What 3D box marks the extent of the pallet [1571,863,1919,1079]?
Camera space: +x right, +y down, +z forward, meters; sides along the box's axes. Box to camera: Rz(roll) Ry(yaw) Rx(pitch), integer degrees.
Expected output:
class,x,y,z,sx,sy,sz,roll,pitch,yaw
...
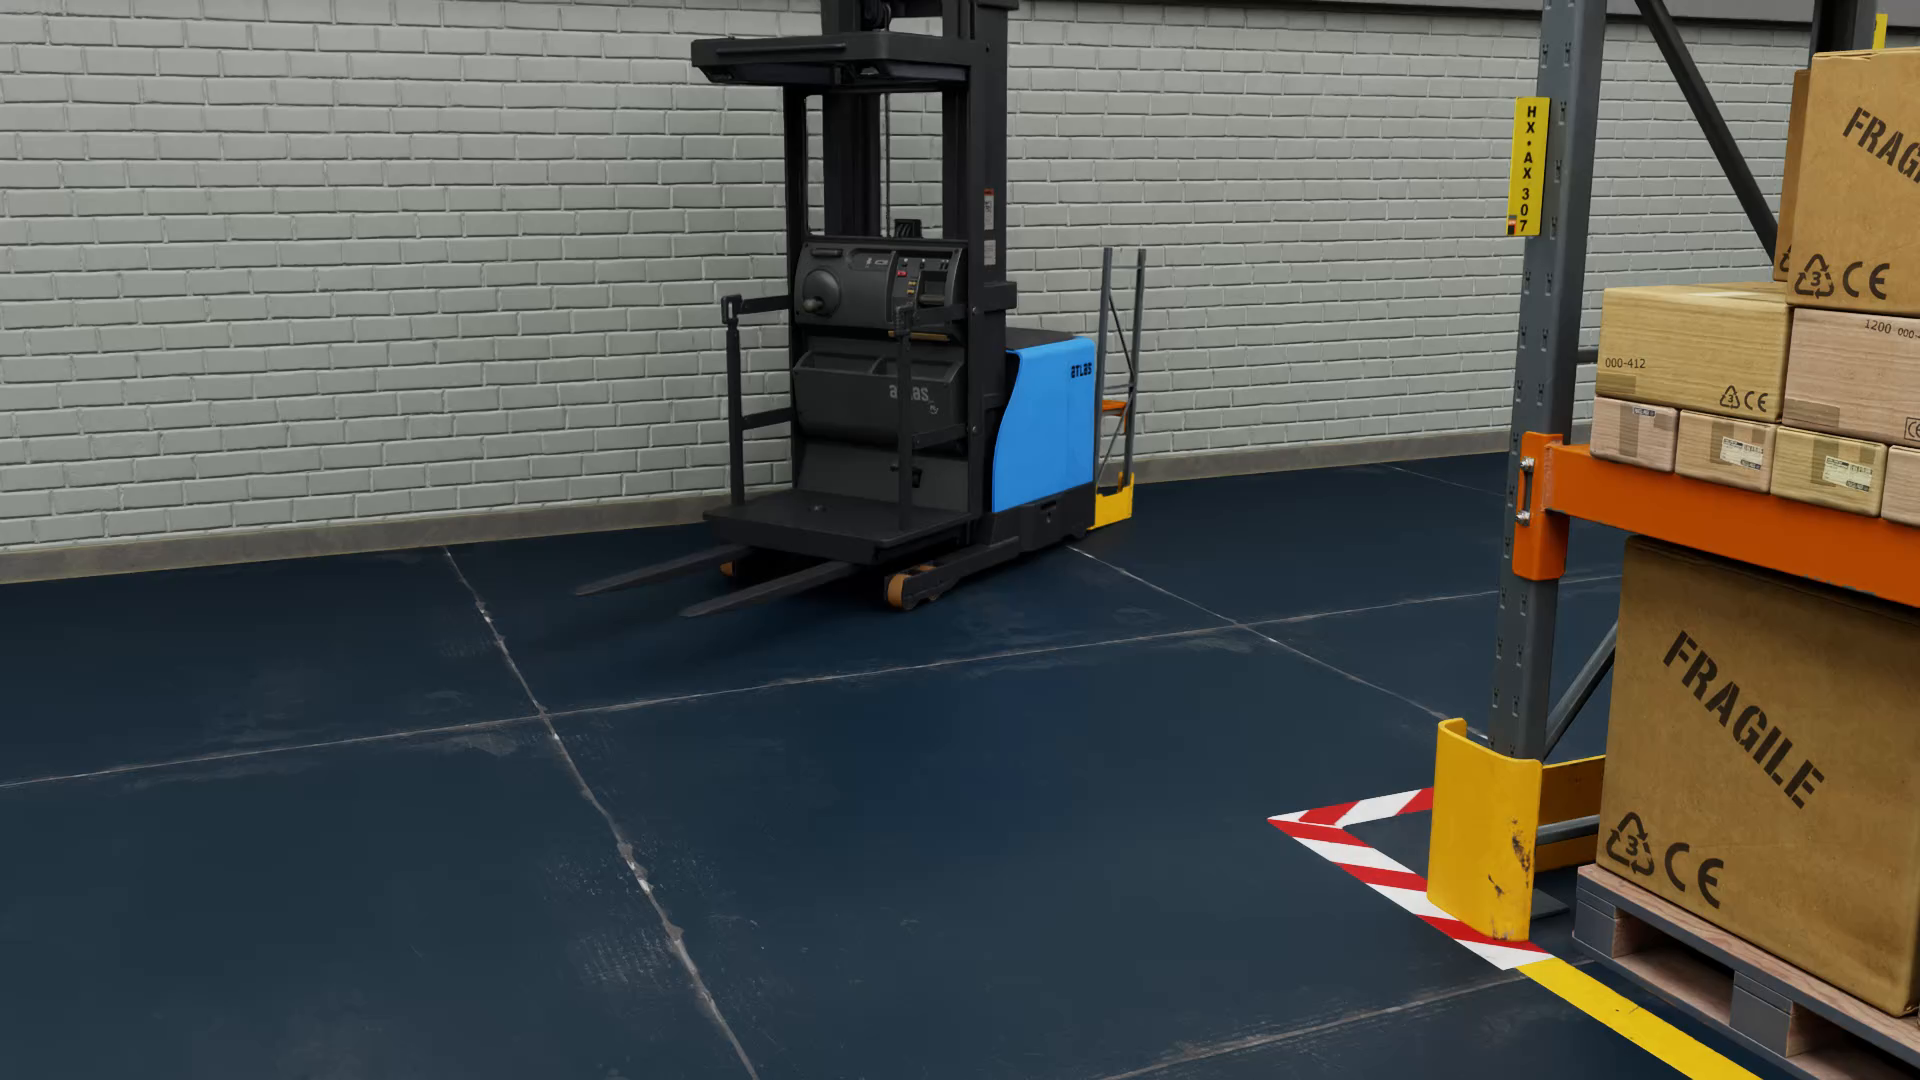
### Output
class,x,y,z,sx,sy,sz,roll,pitch,yaw
pallet,2.275,1.026,3.967,1.003,0.211,1.213,-6,14,-23

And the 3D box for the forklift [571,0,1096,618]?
class,x,y,z,sx,sy,sz,roll,pitch,yaw
forklift,-0.510,-1.233,7.696,1.130,2.935,3.031,9,16,33

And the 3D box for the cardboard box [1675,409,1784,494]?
class,x,y,z,sx,sy,sz,roll,pitch,yaw
cardboard box,1.827,-0.212,3.690,0.380,0.149,0.250,-6,14,-24

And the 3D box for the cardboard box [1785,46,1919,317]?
class,x,y,z,sx,sy,sz,roll,pitch,yaw
cardboard box,2.028,-0.701,3.255,0.500,0.500,0.500,-6,14,-24

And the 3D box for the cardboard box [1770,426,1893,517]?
class,x,y,z,sx,sy,sz,roll,pitch,yaw
cardboard box,1.930,-0.159,3.462,0.380,0.149,0.250,-6,14,-24

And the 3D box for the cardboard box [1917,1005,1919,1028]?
class,x,y,z,sx,sy,sz,roll,pitch,yaw
cardboard box,2.577,0.653,3.176,0.875,0.875,0.875,-6,14,-23

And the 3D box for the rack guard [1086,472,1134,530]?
class,x,y,z,sx,sy,sz,roll,pitch,yaw
rack guard,0.806,-0.220,9.187,0.087,0.250,0.587,9,12,28

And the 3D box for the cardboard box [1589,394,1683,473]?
class,x,y,z,sx,sy,sz,roll,pitch,yaw
cardboard box,1.723,-0.265,3.919,0.380,0.149,0.250,-5,14,-22

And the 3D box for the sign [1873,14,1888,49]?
class,x,y,z,sx,sy,sz,roll,pitch,yaw
sign,2.386,-1.216,4.378,0.100,0.325,0.005,-6,14,-23

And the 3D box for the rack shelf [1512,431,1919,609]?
class,x,y,z,sx,sy,sz,roll,pitch,yaw
rack shelf,2.684,0.273,2.632,1.077,0.370,4.000,-6,14,-23

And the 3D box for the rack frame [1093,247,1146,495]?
class,x,y,z,sx,sy,sz,roll,pitch,yaw
rack frame,0.853,-0.832,9.064,0.032,1.500,0.500,9,12,28

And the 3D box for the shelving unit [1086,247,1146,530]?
class,x,y,z,sx,sy,sz,roll,pitch,yaw
shelving unit,0.403,-0.899,9.309,1.083,1.500,0.587,9,12,28

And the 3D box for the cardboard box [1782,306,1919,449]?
class,x,y,z,sx,sy,sz,roll,pitch,yaw
cardboard box,2.042,-0.332,3.324,0.500,0.250,0.500,-6,14,-24

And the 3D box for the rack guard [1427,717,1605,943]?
class,x,y,z,sx,sy,sz,roll,pitch,yaw
rack guard,1.873,0.722,4.639,1.175,0.500,0.348,-6,14,-23

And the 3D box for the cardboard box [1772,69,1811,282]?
class,x,y,z,sx,sy,sz,roll,pitch,yaw
cardboard box,2.319,-0.851,3.903,0.500,0.500,0.500,-5,14,-22

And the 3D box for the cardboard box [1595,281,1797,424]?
class,x,y,z,sx,sy,sz,roll,pitch,yaw
cardboard box,1.828,-0.439,3.786,0.500,0.250,0.500,-6,14,-24

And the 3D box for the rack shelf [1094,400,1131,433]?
class,x,y,z,sx,sy,sz,roll,pitch,yaw
rack shelf,0.402,-0.721,9.337,1.000,0.185,0.538,9,12,28

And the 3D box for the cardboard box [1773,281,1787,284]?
class,x,y,z,sx,sy,sz,roll,pitch,yaw
cardboard box,2.320,-0.486,3.990,0.500,0.250,0.500,-6,14,-24

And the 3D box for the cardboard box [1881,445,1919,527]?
class,x,y,z,sx,sy,sz,roll,pitch,yaw
cardboard box,2.035,-0.105,3.230,0.380,0.149,0.250,-6,14,-24

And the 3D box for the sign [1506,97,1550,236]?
class,x,y,z,sx,sy,sz,roll,pitch,yaw
sign,1.372,-0.902,4.018,0.100,0.325,0.005,-6,14,-23

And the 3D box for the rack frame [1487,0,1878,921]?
class,x,y,z,sx,sy,sz,roll,pitch,yaw
rack frame,1.883,-0.490,4.336,1.000,3.000,0.127,-6,14,-23

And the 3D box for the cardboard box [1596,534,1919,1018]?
class,x,y,z,sx,sy,sz,roll,pitch,yaw
cardboard box,2.213,0.465,3.988,0.875,0.875,0.875,-6,14,-23
